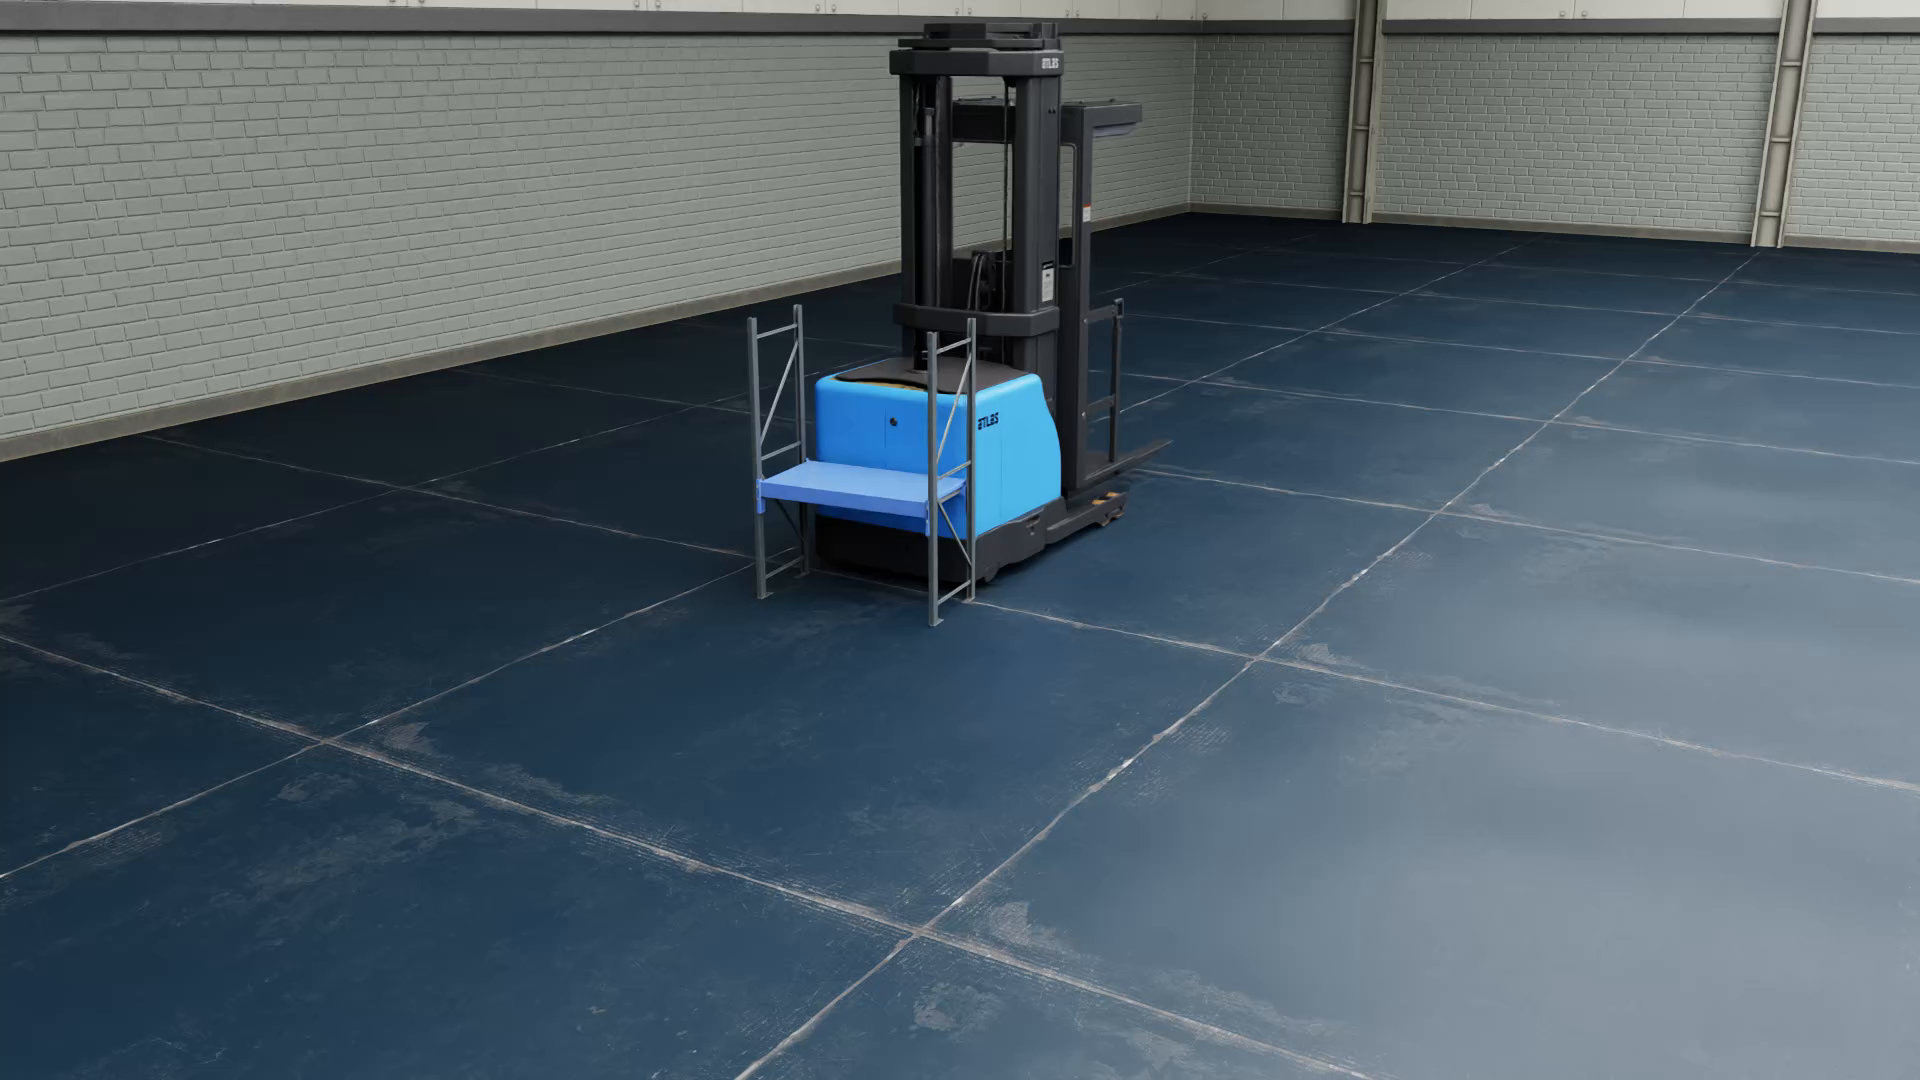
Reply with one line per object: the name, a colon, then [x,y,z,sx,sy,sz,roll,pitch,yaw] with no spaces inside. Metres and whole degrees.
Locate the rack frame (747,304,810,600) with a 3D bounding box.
rack frame: [-0.959,-0.468,8.841,0.032,1.500,0.500,8,19,24]

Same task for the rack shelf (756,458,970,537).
rack shelf: [-0.499,-0.233,8.687,1.000,0.185,0.538,8,19,24]

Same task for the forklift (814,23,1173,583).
forklift: [0.384,-1.547,9.932,1.130,2.935,3.031,10,20,30]

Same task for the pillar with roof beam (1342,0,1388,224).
pillar with roof beam: [4.106,-8.333,21.830,0.400,9.000,9.100,10,20,30]

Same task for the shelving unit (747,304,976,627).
shelving unit: [-0.499,-0.405,8.635,1.048,1.500,0.538,8,19,24]

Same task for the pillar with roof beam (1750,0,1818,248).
pillar with roof beam: [9.218,-7.420,18.826,0.400,9.000,9.100,10,20,30]

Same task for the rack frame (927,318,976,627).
rack frame: [-0.039,-0.342,8.428,0.032,1.500,0.500,8,19,24]
